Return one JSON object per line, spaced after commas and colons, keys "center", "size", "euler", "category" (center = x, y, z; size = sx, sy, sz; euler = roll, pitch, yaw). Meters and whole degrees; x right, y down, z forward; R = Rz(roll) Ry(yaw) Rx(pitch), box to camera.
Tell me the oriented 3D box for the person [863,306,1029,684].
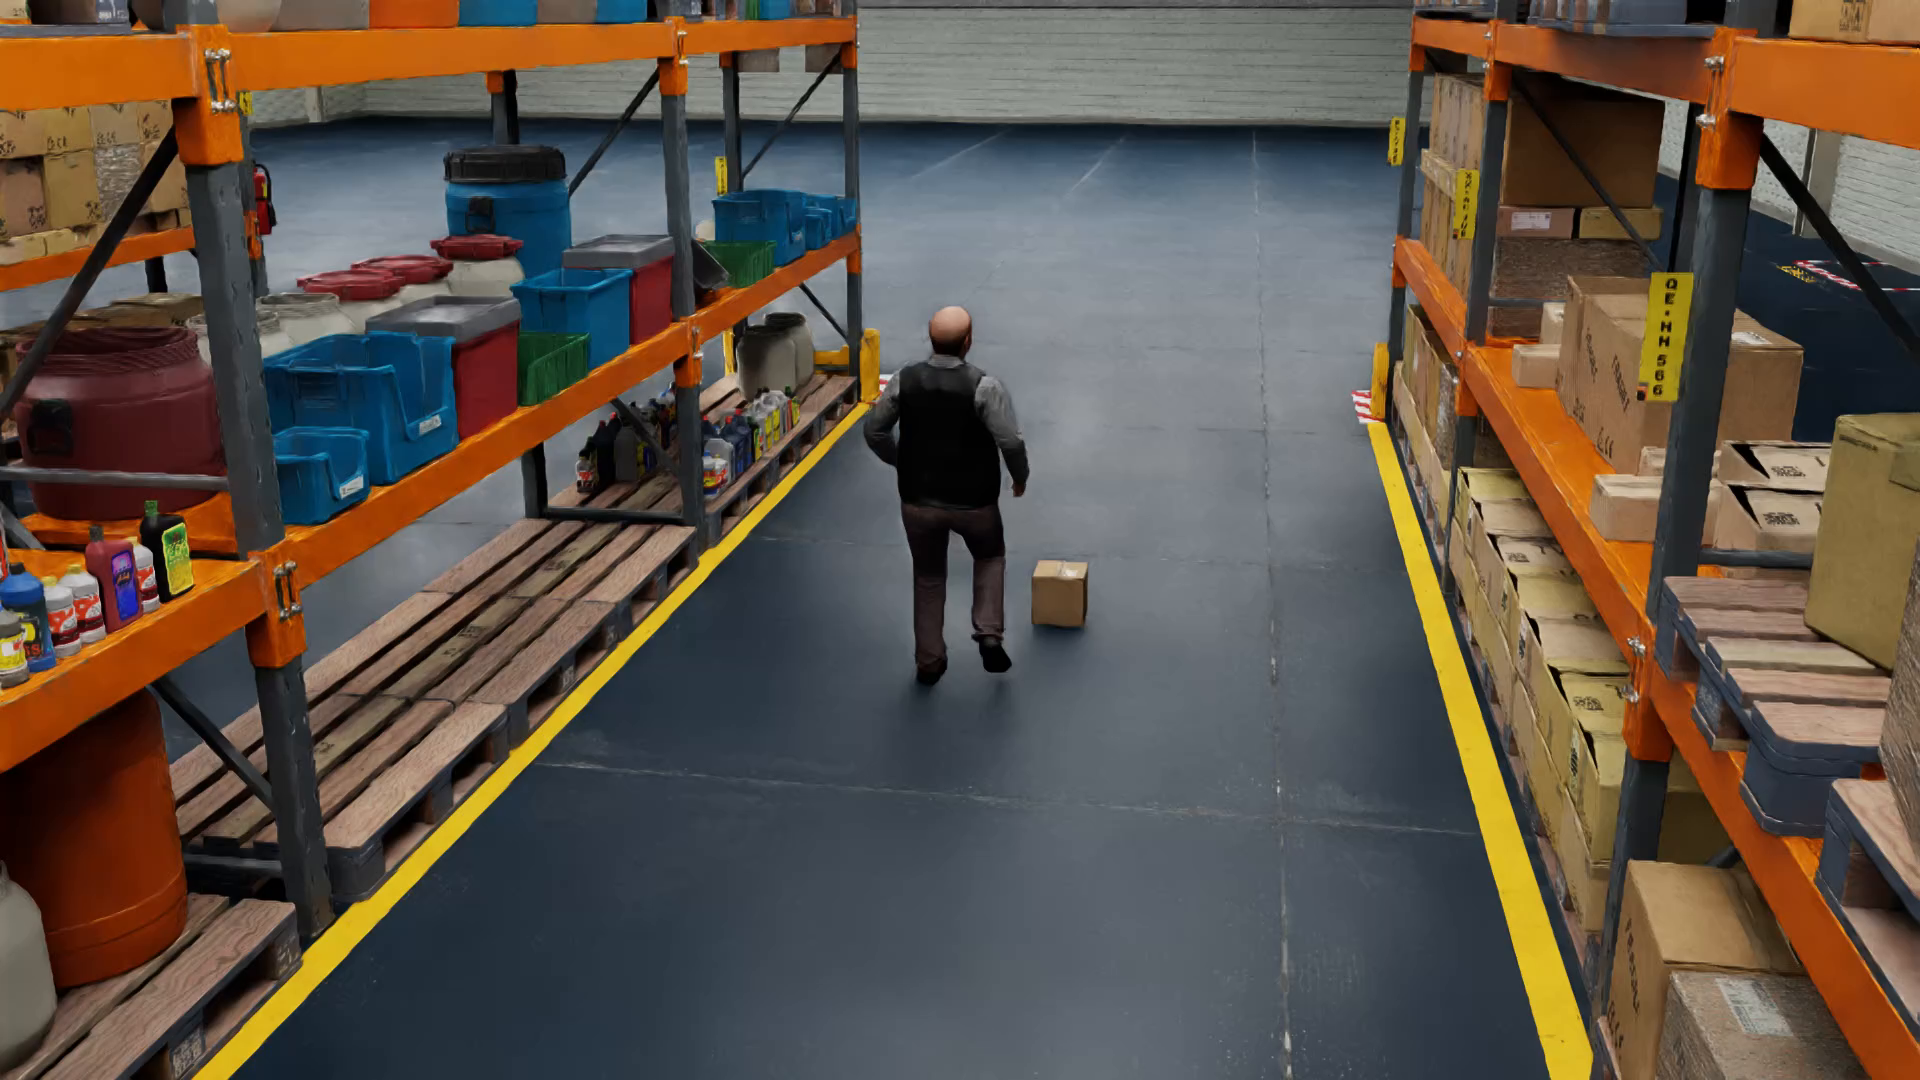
{"center": [-0.048, -0.190, 7.245], "size": [0.716, 1.695, 0.502], "euler": [3, 18, 9], "category": "person"}
